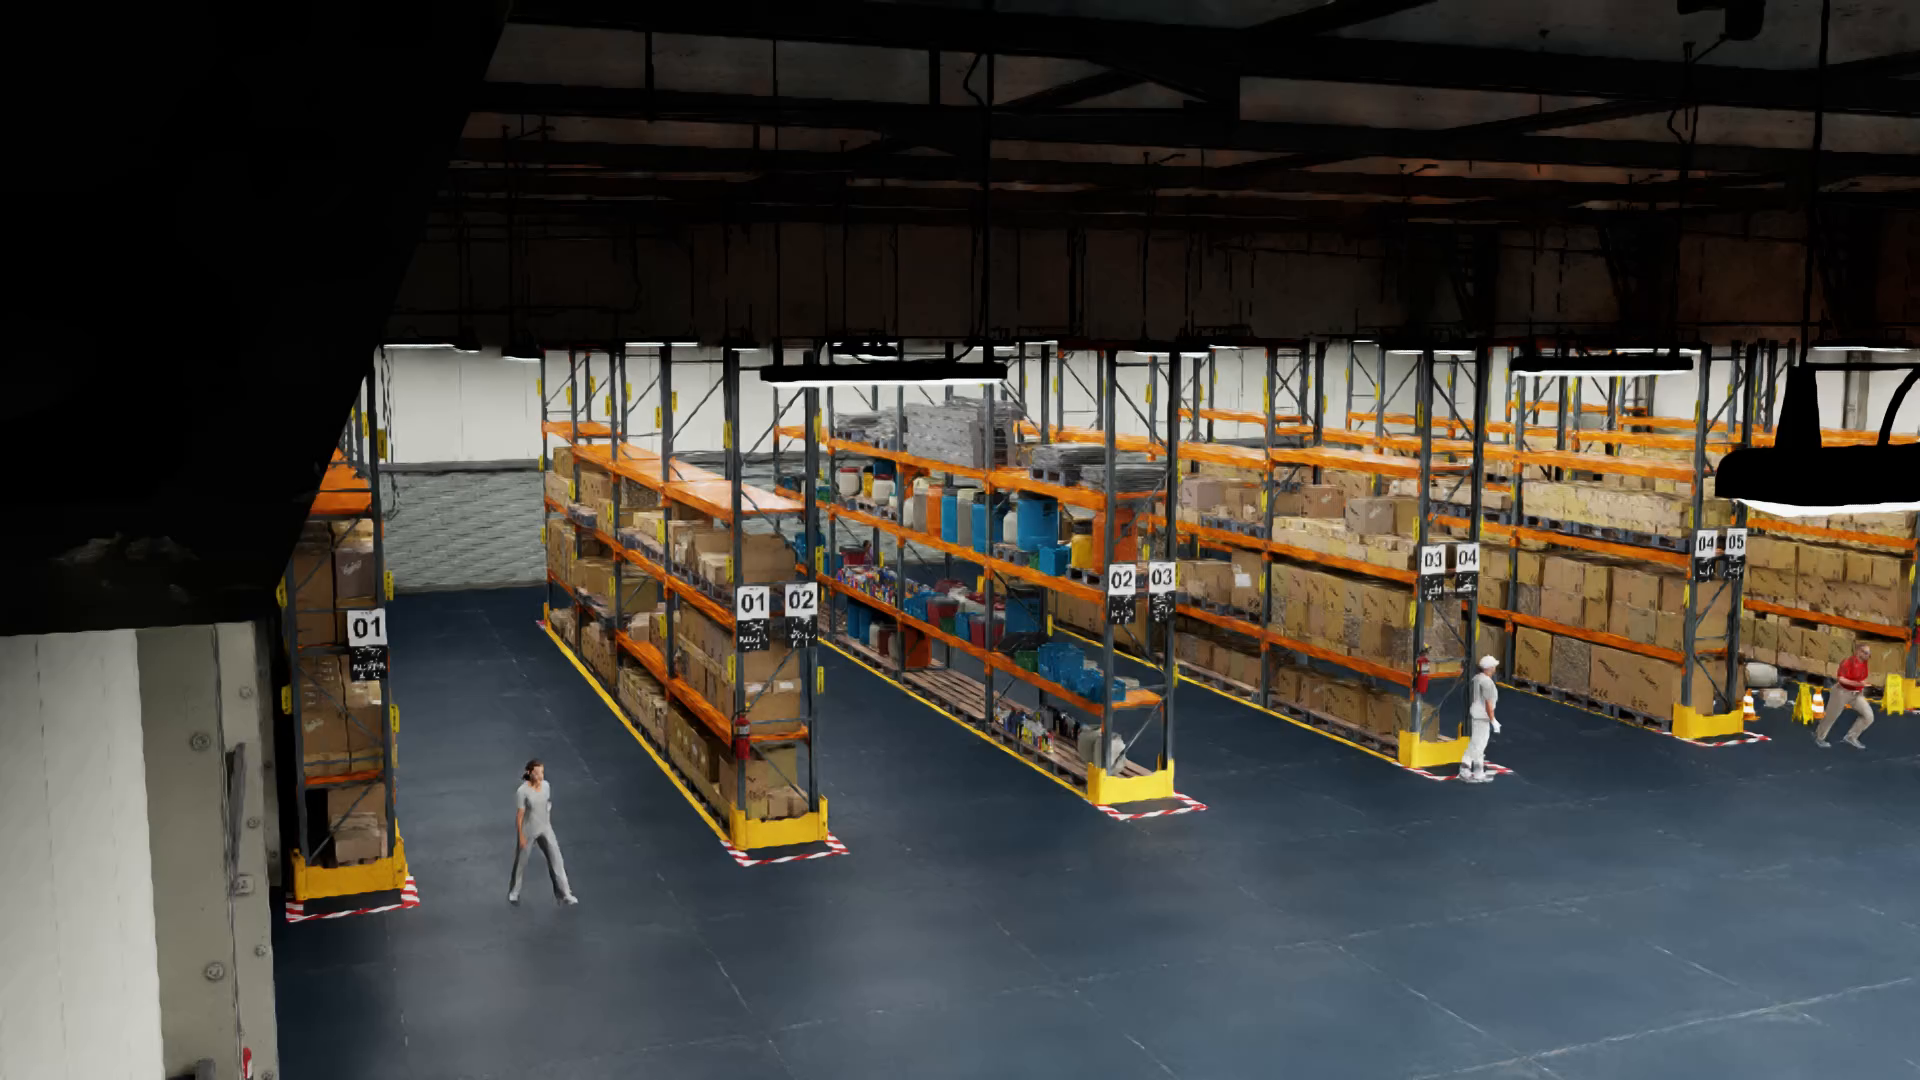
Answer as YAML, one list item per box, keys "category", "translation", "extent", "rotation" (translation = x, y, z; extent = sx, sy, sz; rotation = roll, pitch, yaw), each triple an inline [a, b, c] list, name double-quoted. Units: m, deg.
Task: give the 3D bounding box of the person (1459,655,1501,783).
- category: "person"
  translation: [7.184, 2.470, 22.942]
  extent: [0.507, 1.792, 0.528]
  rotation: [1, 8, 10]

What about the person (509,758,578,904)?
- category: "person"
  translation: [-4.605, 3.168, 18.114]
  extent: [0.902, 1.619, 0.483]
  rotation: [7, 10, 44]

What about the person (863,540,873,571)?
- category: "person"
  translation: [-2.122, 0.734, 37.236]
  extent: [0.560, 1.527, 0.820]
  rotation: [-4, 8, -26]

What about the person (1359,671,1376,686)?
- category: "person"
  translation: [6.929, 1.839, 28.057]
  extent: [0.686, 1.704, 0.867]
  rotation: [-4, 8, -26]

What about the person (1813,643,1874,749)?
- category: "person"
  translation: [13.244, 2.307, 24.728]
  extent: [0.655, 1.641, 0.937]
  rotation: [-2, 8, -17]
